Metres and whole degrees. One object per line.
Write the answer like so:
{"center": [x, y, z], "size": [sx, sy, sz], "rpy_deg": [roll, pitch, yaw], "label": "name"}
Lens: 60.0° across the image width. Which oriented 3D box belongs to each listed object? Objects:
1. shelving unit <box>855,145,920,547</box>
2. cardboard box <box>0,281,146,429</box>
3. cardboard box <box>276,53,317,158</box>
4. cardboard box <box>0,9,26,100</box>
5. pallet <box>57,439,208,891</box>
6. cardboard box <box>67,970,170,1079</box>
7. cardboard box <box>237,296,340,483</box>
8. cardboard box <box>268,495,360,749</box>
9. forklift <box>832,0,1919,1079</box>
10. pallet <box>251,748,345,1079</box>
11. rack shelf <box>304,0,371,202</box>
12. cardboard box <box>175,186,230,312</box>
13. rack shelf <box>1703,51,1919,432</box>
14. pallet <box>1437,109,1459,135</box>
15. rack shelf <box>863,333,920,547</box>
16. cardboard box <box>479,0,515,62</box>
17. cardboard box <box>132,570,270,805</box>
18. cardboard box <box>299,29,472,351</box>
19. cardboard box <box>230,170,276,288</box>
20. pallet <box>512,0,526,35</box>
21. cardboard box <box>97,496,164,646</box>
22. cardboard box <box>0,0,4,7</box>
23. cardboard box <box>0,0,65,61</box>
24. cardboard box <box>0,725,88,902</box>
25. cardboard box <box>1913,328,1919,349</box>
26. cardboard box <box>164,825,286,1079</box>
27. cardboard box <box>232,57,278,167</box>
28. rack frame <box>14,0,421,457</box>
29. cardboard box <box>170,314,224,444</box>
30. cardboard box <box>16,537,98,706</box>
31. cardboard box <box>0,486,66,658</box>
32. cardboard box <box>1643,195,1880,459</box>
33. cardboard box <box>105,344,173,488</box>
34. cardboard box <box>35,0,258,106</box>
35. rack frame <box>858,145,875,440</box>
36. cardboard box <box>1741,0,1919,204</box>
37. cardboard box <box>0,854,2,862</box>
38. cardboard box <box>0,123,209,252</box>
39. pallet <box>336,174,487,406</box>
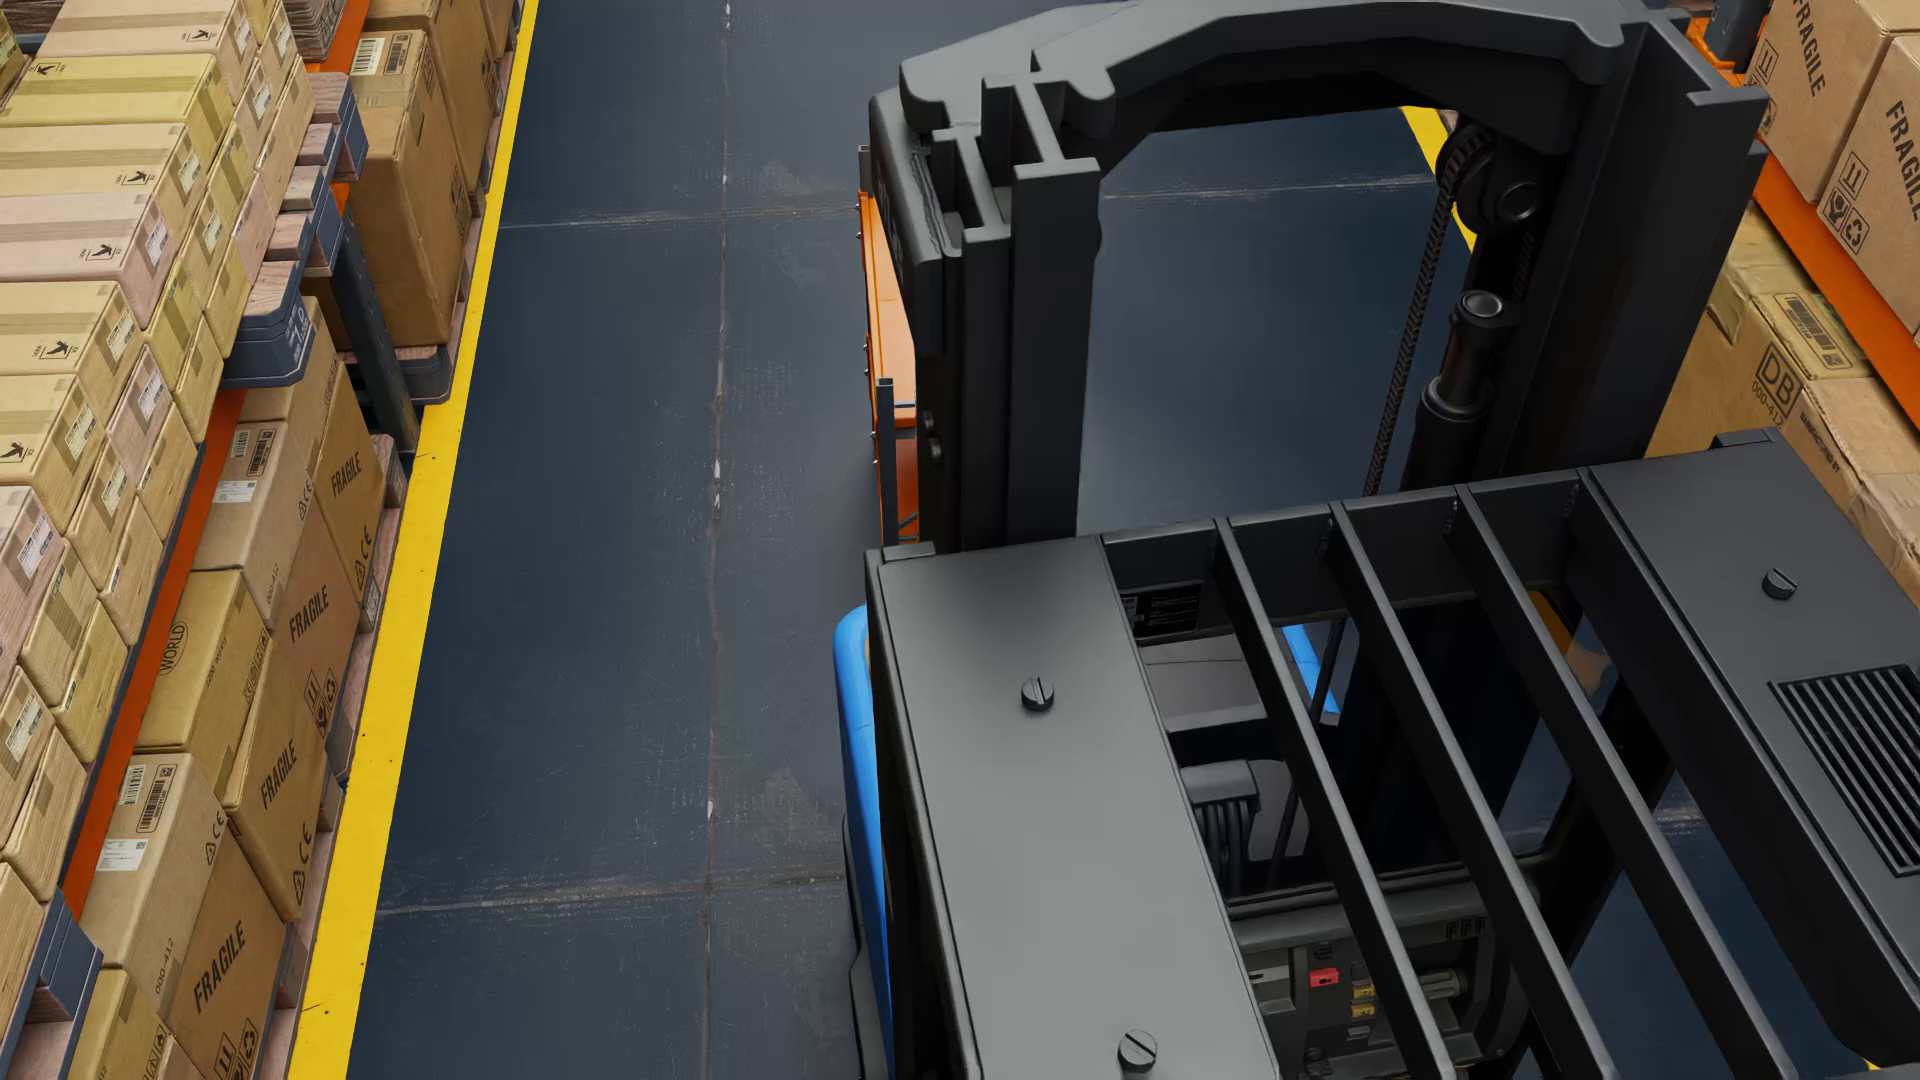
{"center": [0.001, -0.382, 4.837], "size": [0.538, 1.125, 1.048], "rpy_deg": [-3, 47, -3], "label": "shelving unit"}
{"center": [-1.704, -0.326, 2.967], "size": [0.380, 0.149, 0.250], "rpy_deg": [-1, 47, -1], "label": "cardboard box"}
{"center": [-1.809, -1.055, 4.067], "size": [0.380, 0.149, 0.250], "rpy_deg": [-3, 47, -3], "label": "cardboard box"}
{"center": [-2.468, -1.125, 3.928], "size": [0.380, 0.149, 0.250], "rpy_deg": [-2, 47, -2], "label": "cardboard box"}
{"center": [-2.102, 0.170, 3.156], "size": [1.003, 0.211, 1.213], "rpy_deg": [-3, 47, -3], "label": "pallet"}
{"center": [-1.819, 1.089, 3.068], "size": [0.500, 0.250, 0.500], "rpy_deg": [-2, 47, -2], "label": "cardboard box"}
{"center": [-1.990, -0.390, 4.469], "size": [0.500, 0.250, 0.500], "rpy_deg": [-4, 47, -4], "label": "cardboard box"}
{"center": [-1.953, 0.225, 4.403], "size": [0.500, 0.500, 0.500], "rpy_deg": [-2, 47, -2], "label": "cardboard box"}
{"center": [0.483, 0.863, 2.414], "size": [1.130, 2.935, 3.031], "rpy_deg": [-8, 47, -7], "label": "forklift"}
{"center": [-2.145, 1.079, 4.083], "size": [1.003, 0.211, 1.213], "rpy_deg": [-3, 47, -3], "label": "pallet"}
{"center": [-2.476, -2.526, 6.072], "size": [1.077, 0.370, 4.000], "rpy_deg": [-3, 47, -3], "label": "rack shelf"}
{"center": [-1.744, -0.592, 3.424], "size": [0.380, 0.149, 0.250], "rpy_deg": [-3, 47, -3], "label": "cardboard box"}
{"center": [2.810, 0.140, 3.547], "size": [1.077, 0.370, 4.000], "rpy_deg": [-3, 47, -3], "label": "rack shelf"}
{"center": [2.480, -2.042, 7.038], "size": [1.003, 0.211, 1.213], "rpy_deg": [-3, 47, -3], "label": "pallet"}
{"center": [0.001, -0.214, 5.014], "size": [0.538, 0.278, 1.000], "rpy_deg": [-3, 47, -3], "label": "rack shelf"}
{"center": [-2.425, -2.449, 6.764], "size": [1.050, 0.750, 0.750], "rpy_deg": [-3, 47, -3], "label": "cardboard box"}
{"center": [-1.910, 0.343, 3.775], "size": [0.500, 0.250, 0.500], "rpy_deg": [-2, 47, -2], "label": "cardboard box"}
{"center": [-2.270, -1.143, 5.527], "size": [1.050, 0.750, 0.750], "rpy_deg": [-4, 47, -4], "label": "cardboard box"}
{"center": [-1.768, -0.689, 3.721], "size": [0.380, 0.149, 0.250], "rpy_deg": [-3, 47, -3], "label": "cardboard box"}
{"center": [-2.504, -2.708, 7.669], "size": [1.003, 0.211, 1.213], "rpy_deg": [-3, 47, -3], "label": "pallet"}
{"center": [-1.681, 0.070, 3.001], "size": [0.380, 0.149, 0.250], "rpy_deg": [-5, 47, -5], "label": "cardboard box"}
{"center": [-2.462, -1.239, 3.832], "size": [0.380, 0.149, 0.250], "rpy_deg": [-3, 47, -3], "label": "cardboard box"}
{"center": [-2.614, -1.670, 4.697], "size": [0.500, 0.500, 0.500], "rpy_deg": [-3, 47, -3], "label": "cardboard box"}
{"center": [-1.636, 0.450, 2.642], "size": [0.380, 0.149, 0.250], "rpy_deg": [-5, 47, -5], "label": "cardboard box"}
{"center": [2.504, -0.477, 3.567], "size": [0.500, 0.500, 0.500], "rpy_deg": [-4, 47, -4], "label": "cardboard box"}
{"center": [-1.874, 0.971, 3.696], "size": [0.500, 0.500, 0.500], "rpy_deg": [-3, 47, -3], "label": "cardboard box"}
{"center": [-1.789, -0.964, 3.776], "size": [0.380, 0.149, 0.250], "rpy_deg": [-2, 47, -2], "label": "cardboard box"}
{"center": [-2.308, -1.326, 4.440], "size": [1.000, 3.000, 0.127], "rpy_deg": [-3, 47, -3], "label": "rack frame"}
{"center": [-1.727, -0.314, 3.365], "size": [0.380, 0.149, 0.250], "rpy_deg": [-5, 47, -5], "label": "cardboard box"}
{"center": [-1.663, 0.146, 2.725], "size": [0.380, 0.149, 0.250], "rpy_deg": [-4, 47, -4], "label": "cardboard box"}
{"center": [-1.657, 0.057, 2.604], "size": [0.380, 0.149, 0.250], "rpy_deg": [-2, 47, -2], "label": "cardboard box"}
{"center": [2.680, -0.468, 4.801], "size": [1.225, 0.875, 0.875], "rpy_deg": [-5, 47, -5], "label": "cardboard box"}
{"center": [-1.703, -0.224, 3.075], "size": [0.380, 0.149, 0.250], "rpy_deg": [-2, 47, -2], "label": "cardboard box"}
{"center": [-1.792, -1.080, 3.681], "size": [0.380, 0.149, 0.250], "rpy_deg": [-4, 47, -4], "label": "cardboard box"}
{"center": [-0.042, -0.750, 5.185], "size": [0.500, 1.125, 0.032], "rpy_deg": [-3, 47, -3], "label": "rack frame"}
{"center": [2.412, -1.221, 4.271], "size": [0.500, 0.500, 0.500], "rpy_deg": [-2, 47, -2], "label": "cardboard box"}
{"center": [-1.616, 0.532, 2.359], "size": [0.380, 0.149, 0.250], "rpy_deg": [-5, 47, -5], "label": "cardboard box"}
{"center": [-1.744, -0.698, 3.319], "size": [0.380, 0.149, 0.250], "rpy_deg": [-2, 47, -2], "label": "cardboard box"}
{"center": [-2.299, -0.942, 5.997], "size": [1.003, 0.211, 1.213], "rpy_deg": [-3, 47, -3], "label": "pallet"}
